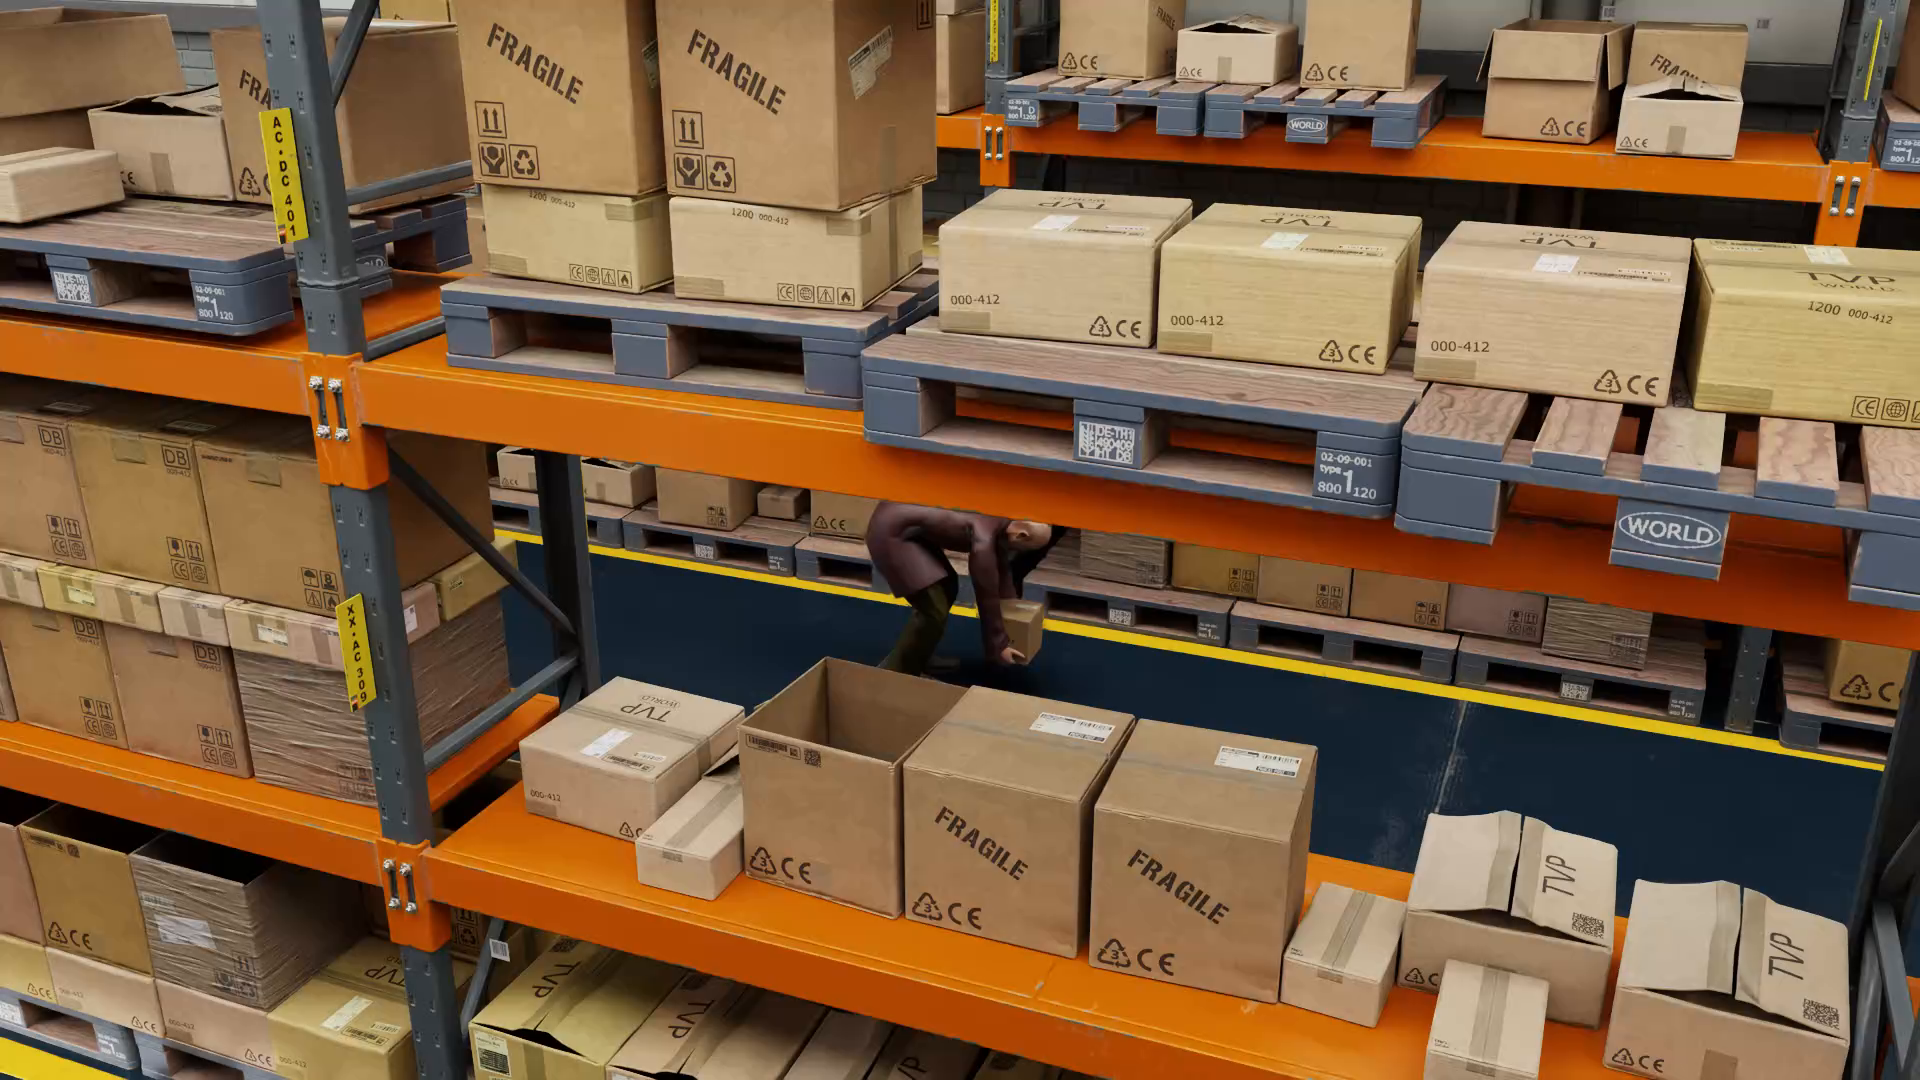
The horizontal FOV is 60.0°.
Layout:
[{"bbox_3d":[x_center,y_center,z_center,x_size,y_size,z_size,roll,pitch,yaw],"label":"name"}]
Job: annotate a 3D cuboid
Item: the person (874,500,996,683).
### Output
[{"bbox_3d":[-0.085,0.036,8.538,0.699,1.572,0.544,3,22,8],"label":"person"}]
